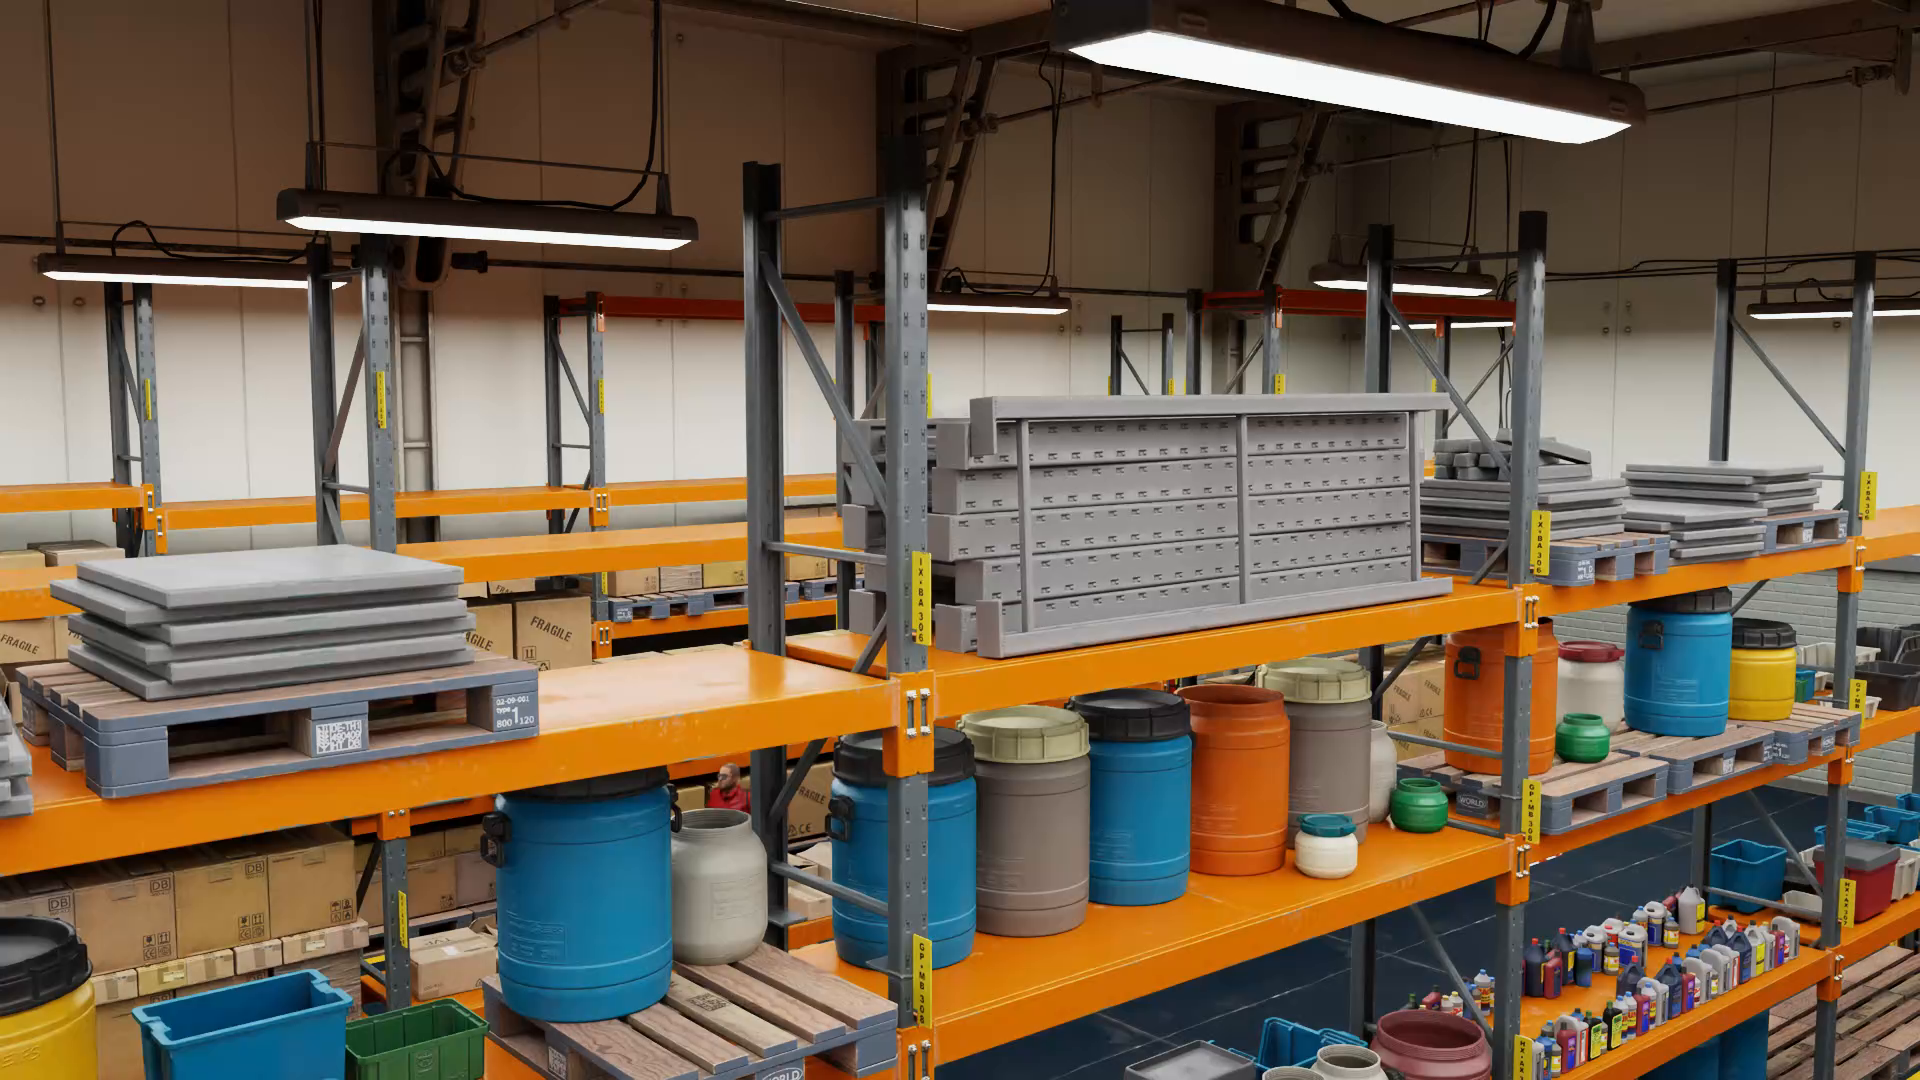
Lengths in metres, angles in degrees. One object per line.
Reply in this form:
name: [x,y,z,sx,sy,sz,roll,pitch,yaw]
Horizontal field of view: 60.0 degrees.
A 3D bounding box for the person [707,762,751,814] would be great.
person: [-2.040,2.876,14.975,0.603,1.783,0.866,5,7,42]
